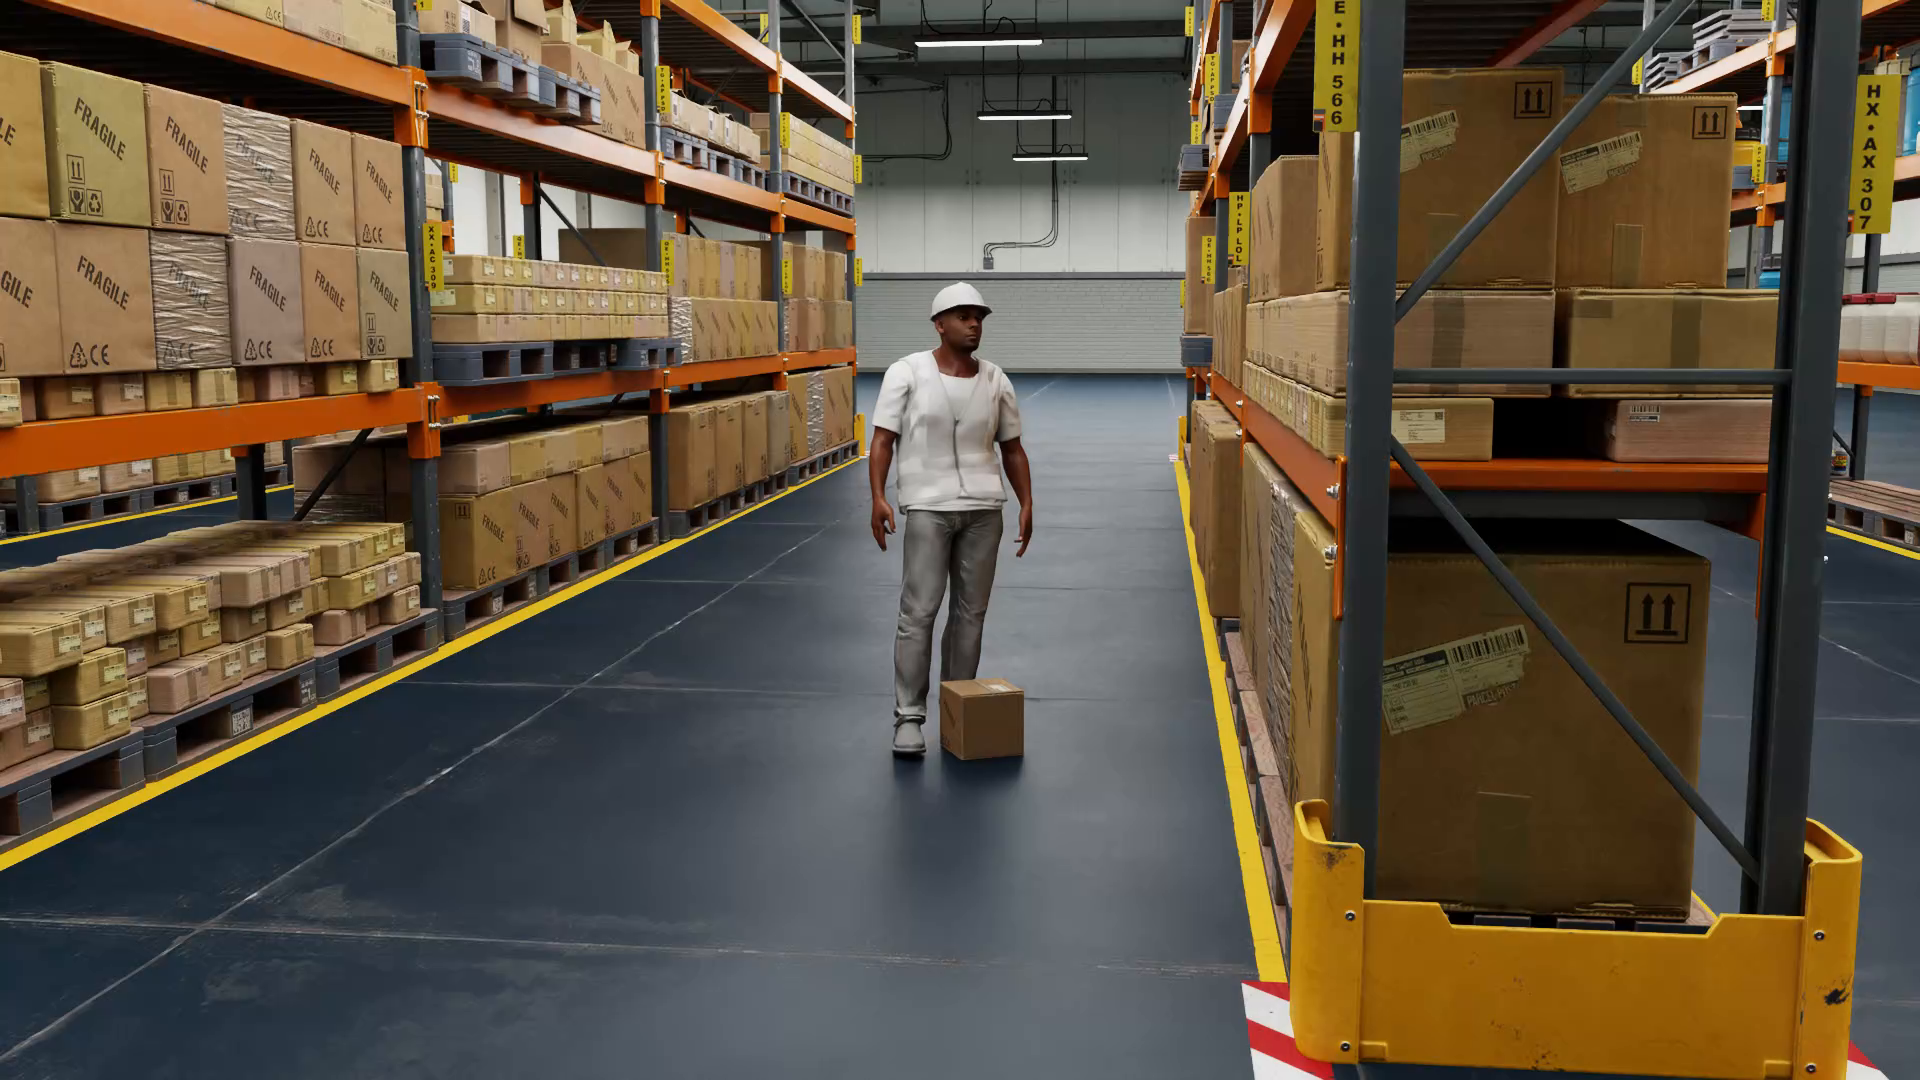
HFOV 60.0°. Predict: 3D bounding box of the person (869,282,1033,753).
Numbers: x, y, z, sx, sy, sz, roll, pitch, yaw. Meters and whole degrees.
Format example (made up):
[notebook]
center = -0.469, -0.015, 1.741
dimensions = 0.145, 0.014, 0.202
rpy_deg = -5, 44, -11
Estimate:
[person]
center = -0.010, -0.103, 6.413
dimensions = 0.665, 1.766, 0.576
rpy_deg = -2, 8, -18
